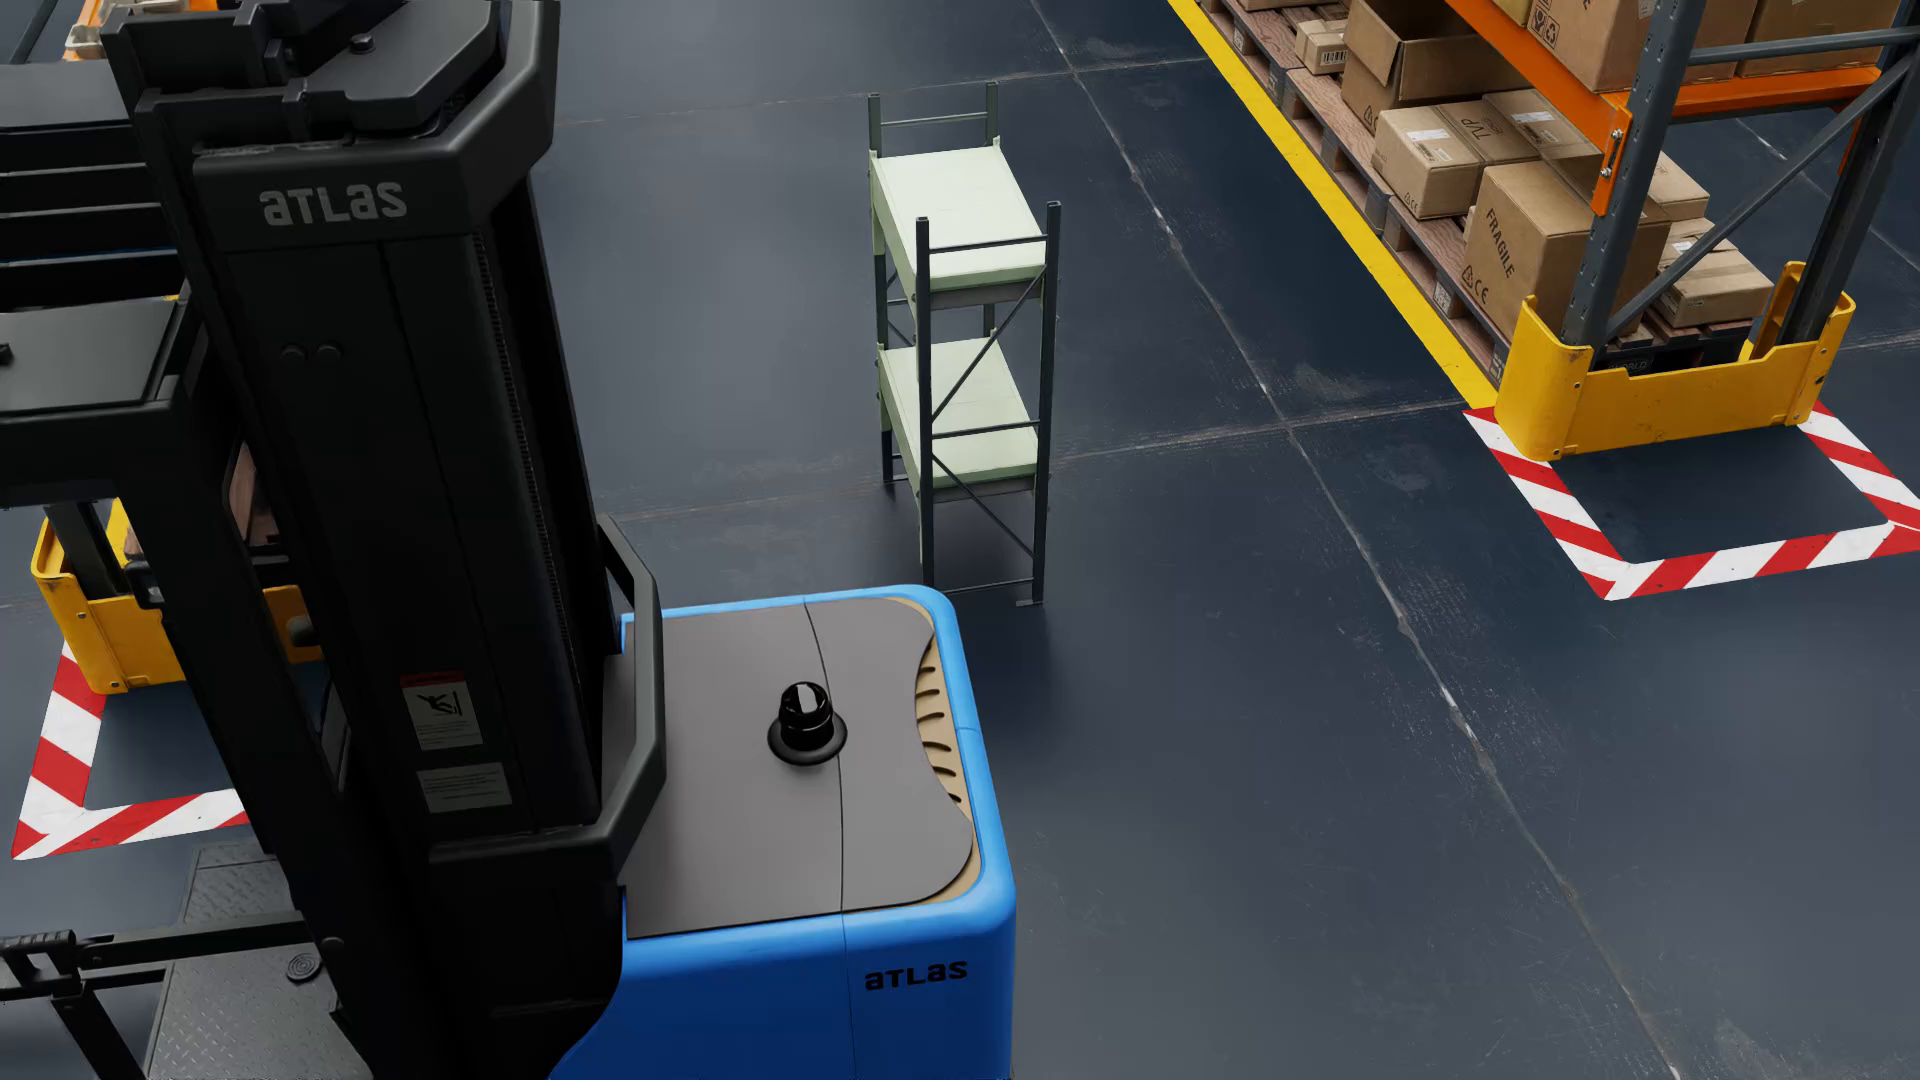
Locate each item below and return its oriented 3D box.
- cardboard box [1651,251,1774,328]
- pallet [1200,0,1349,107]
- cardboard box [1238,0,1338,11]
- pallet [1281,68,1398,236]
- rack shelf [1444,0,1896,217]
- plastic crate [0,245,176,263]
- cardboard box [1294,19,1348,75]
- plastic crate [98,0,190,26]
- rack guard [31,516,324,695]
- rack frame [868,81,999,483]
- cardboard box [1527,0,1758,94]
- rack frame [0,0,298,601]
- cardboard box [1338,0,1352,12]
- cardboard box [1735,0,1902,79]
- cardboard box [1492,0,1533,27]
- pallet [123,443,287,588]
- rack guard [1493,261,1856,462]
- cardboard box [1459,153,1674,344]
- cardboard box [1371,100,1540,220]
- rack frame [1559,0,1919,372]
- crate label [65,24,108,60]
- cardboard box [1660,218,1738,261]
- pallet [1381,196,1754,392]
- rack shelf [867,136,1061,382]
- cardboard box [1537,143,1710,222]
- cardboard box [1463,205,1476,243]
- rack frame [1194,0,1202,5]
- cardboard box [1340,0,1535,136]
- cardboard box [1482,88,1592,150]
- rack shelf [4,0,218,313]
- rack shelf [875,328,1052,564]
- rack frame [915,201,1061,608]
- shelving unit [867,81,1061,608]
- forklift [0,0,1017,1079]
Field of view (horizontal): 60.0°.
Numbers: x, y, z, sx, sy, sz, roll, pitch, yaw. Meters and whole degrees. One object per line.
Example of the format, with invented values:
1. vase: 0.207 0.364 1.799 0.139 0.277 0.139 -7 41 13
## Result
1. cardboard box: 2.870 -0.964 6.392 0.380 0.149 0.250 -8 42 -9
2. pallet: 1.909 -2.649 8.576 1.003 0.211 1.213 -8 42 -9
3. cardboard box: 1.641 -2.993 8.557 0.500 0.311 0.500 -8 42 -9
4. pallet: 2.175 -1.857 7.683 1.003 0.211 1.213 -8 42 -9
5. rack shelf: 2.193 -2.572 6.930 1.077 0.370 4.000 -8 42 -9
6. plastic crate: -2.467 -1.063 4.616 0.616 0.435 0.499 -8 42 -9
7. cardboard box: 1.837 -2.380 7.974 0.380 0.166 0.250 -8 42 -9
8. plastic crate: -2.780 -1.820 5.694 0.298 0.136 0.250 -8 42 -9
9. rack guard: -2.195 0.111 5.248 1.175 0.500 0.348 -8 42 -9
10. rack frame: -0.080 -0.802 5.524 0.400 1.500 0.023 -8 42 -9
11. cardboard box: 2.262 -1.833 5.480 0.500 0.500 0.500 -7 42 -8
12. rack frame: -2.213 -0.837 4.434 1.000 3.000 0.127 -8 42 -9
13. cardboard box: 2.161 -3.038 8.465 0.500 0.500 0.500 -8 42 -9
14. cardboard box: 2.786 -1.907 5.564 0.500 0.500 0.500 -8 42 -8
15. cardboard box: 2.147 -2.169 5.859 0.500 0.500 0.500 -8 42 -9
16. pallet: -2.353 -0.335 5.968 1.003 0.211 1.213 -8 42 -9
17. rack guard: 2.608 -0.659 6.116 1.175 0.500 0.348 -8 42 -9
18. cardboard box: 2.267 -1.091 6.272 0.500 0.500 0.500 -8 42 -9
19. cardboard box: 2.091 -1.618 7.053 0.500 0.250 0.500 -8 42 -9
20. rack frame: 2.625 -1.545 5.231 1.000 3.000 0.127 -8 42 -9
21. crate label: -2.698 -1.631 5.481 0.396 0.136 0.243 -8 42 -9
22. cardboard box: 2.816 -1.132 6.569 0.380 0.166 0.250 -8 42 -9
23. pallet: 2.435 -1.068 6.794 1.003 0.211 1.213 -8 42 -9
24. rack shelf: -0.001 -0.857 4.998 0.431 0.370 0.720 -8 42 -9
25. cardboard box: 2.676 -1.398 6.805 0.500 0.250 0.500 -8 42 -9
26. cardboard box: 2.267 -1.242 6.693 0.380 0.166 0.250 -8 42 -9
27. rack frame: 1.761 -4.137 8.151 1.000 3.000 0.127 -8 42 -9
28. cardboard box: 2.172 -2.151 7.463 0.797 0.503 0.637 -8 42 -9
29. cardboard box: 2.568 -1.722 7.170 0.500 0.250 0.500 -8 42 -9
30. rack shelf: -2.645 -1.865 6.133 1.077 0.370 4.000 -8 42 -9
31. rack shelf: -0.001 -0.321 5.473 0.431 0.370 0.720 -8 42 -9
32. rack frame: 0.078 -0.328 4.990 0.400 1.500 0.023 -8 42 -9
33. shelving unit: -0.001 -0.565 5.257 0.431 1.500 0.755 -8 42 -9
34. forklift: -1.434 0.268 3.240 3.031 2.935 1.130 -6 42 -7
